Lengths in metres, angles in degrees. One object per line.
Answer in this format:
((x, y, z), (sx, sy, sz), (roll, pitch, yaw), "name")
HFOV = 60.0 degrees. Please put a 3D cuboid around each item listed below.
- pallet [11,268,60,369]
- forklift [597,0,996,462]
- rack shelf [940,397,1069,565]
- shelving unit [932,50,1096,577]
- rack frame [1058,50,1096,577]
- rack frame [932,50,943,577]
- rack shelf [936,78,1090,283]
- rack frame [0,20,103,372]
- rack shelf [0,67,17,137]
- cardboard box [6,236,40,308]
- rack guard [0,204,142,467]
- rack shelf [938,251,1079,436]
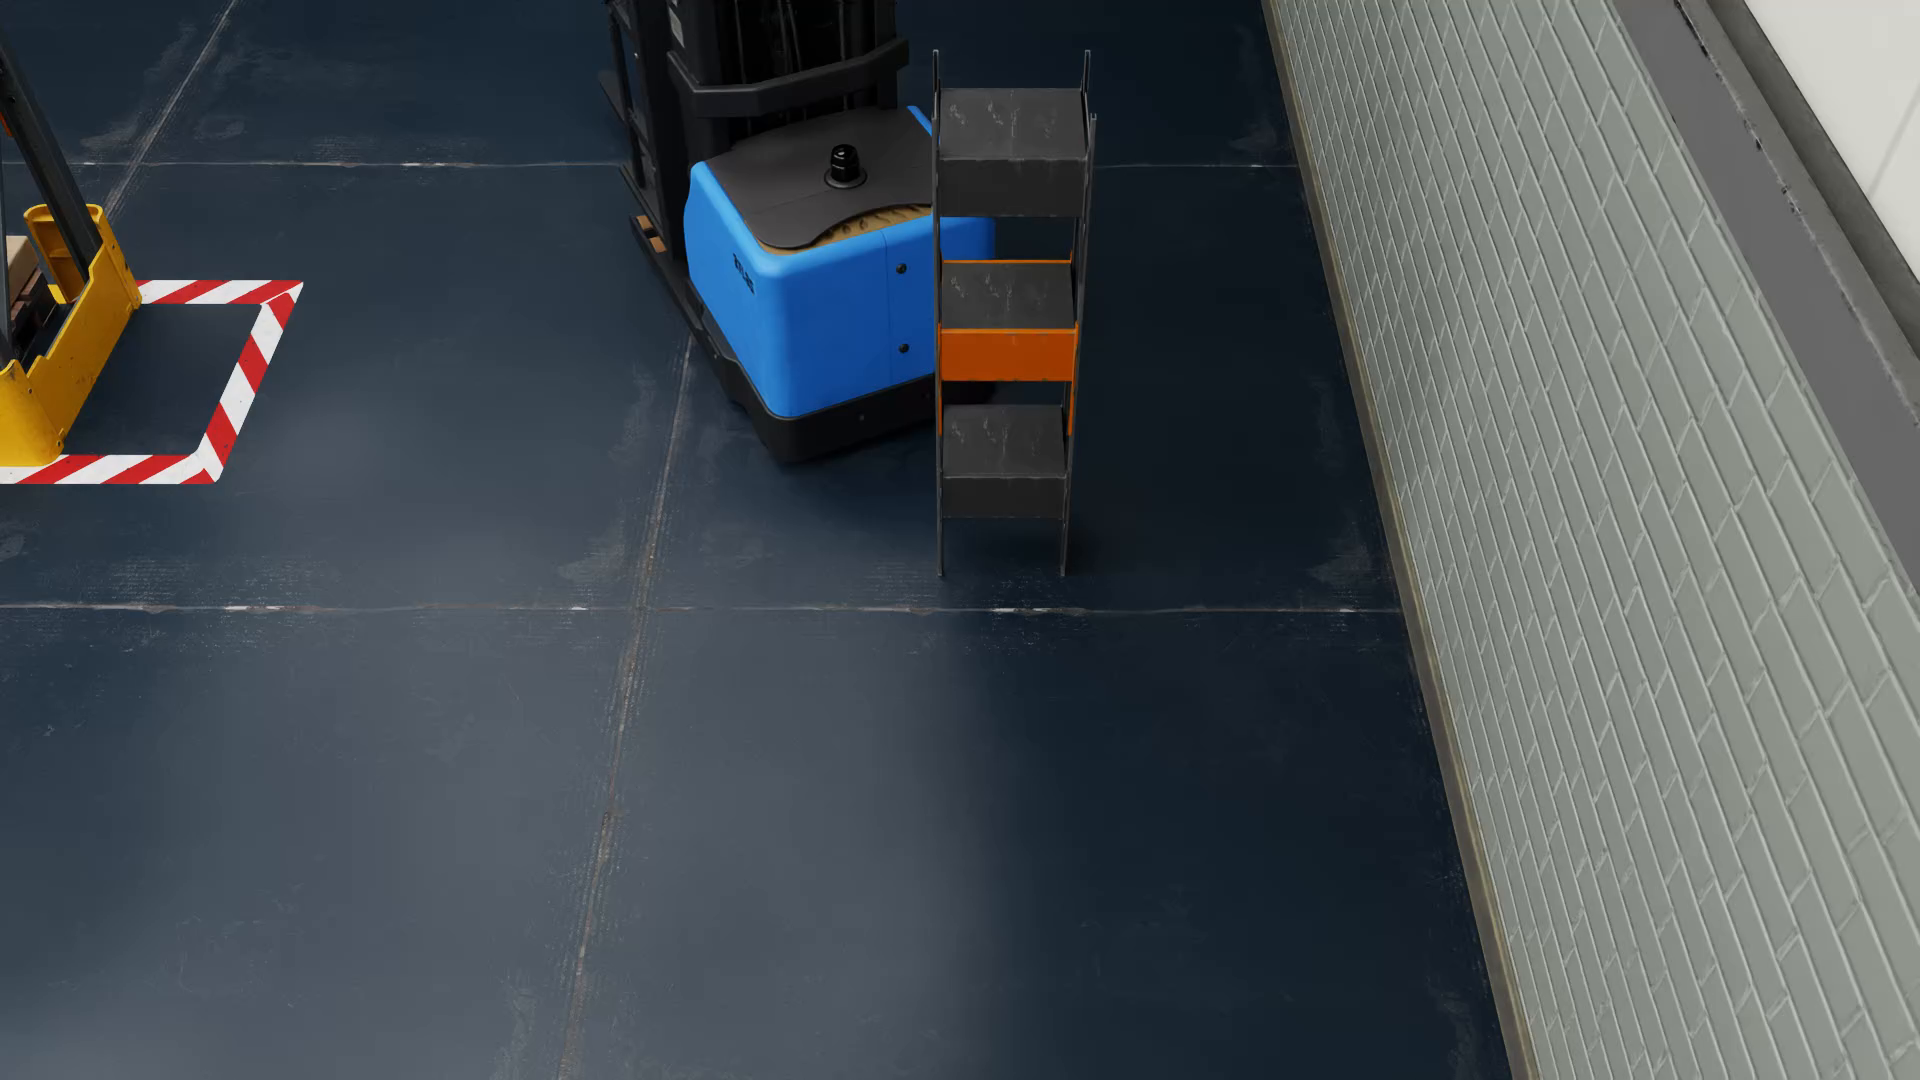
((-4.805, -0.812, 7.362), (1.213, 0.211, 1.003), (0, 47, 0), "pallet")
((-0.941, -2.414, 6.995), (1.130, 2.935, 3.031), (-20, 50, -17), "forklift")
((0.166, -0.229, 6.503), (0.480, 0.518, 0.431), (0, 47, 0), "rack shelf")
((0.166, -0.715, 5.981), (0.503, 2.100, 0.431), (0, 47, 0), "shelving unit")
((0.410, -0.714, 5.980), (0.015, 2.100, 0.400), (0, 47, 0), "rack frame")
((-0.078, -0.716, 5.982), (0.015, 2.100, 0.400), (0, 47, 0), "rack frame")
((0.166, -1.183, 5.479), (0.480, 0.518, 0.431), (0, 47, 0), "rack shelf")
((-3.931, -1.761, 6.340), (0.127, 3.000, 1.000), (0, 47, 0), "rack frame")
((-5.931, -1.521, 6.608), (4.000, 0.370, 1.077), (0, 47, 0), "rack shelf")
((-4.349, -1.192, 7.458), (0.250, 0.149, 0.380), (0, 47, 0), "cardboard box")
((-4.007, -0.910, 7.255), (0.348, 0.500, 1.175), (0, 47, 0), "rack guard")
((0.166, -0.706, 5.991), (0.480, 0.518, 0.431), (0, 47, 0), "rack shelf")
